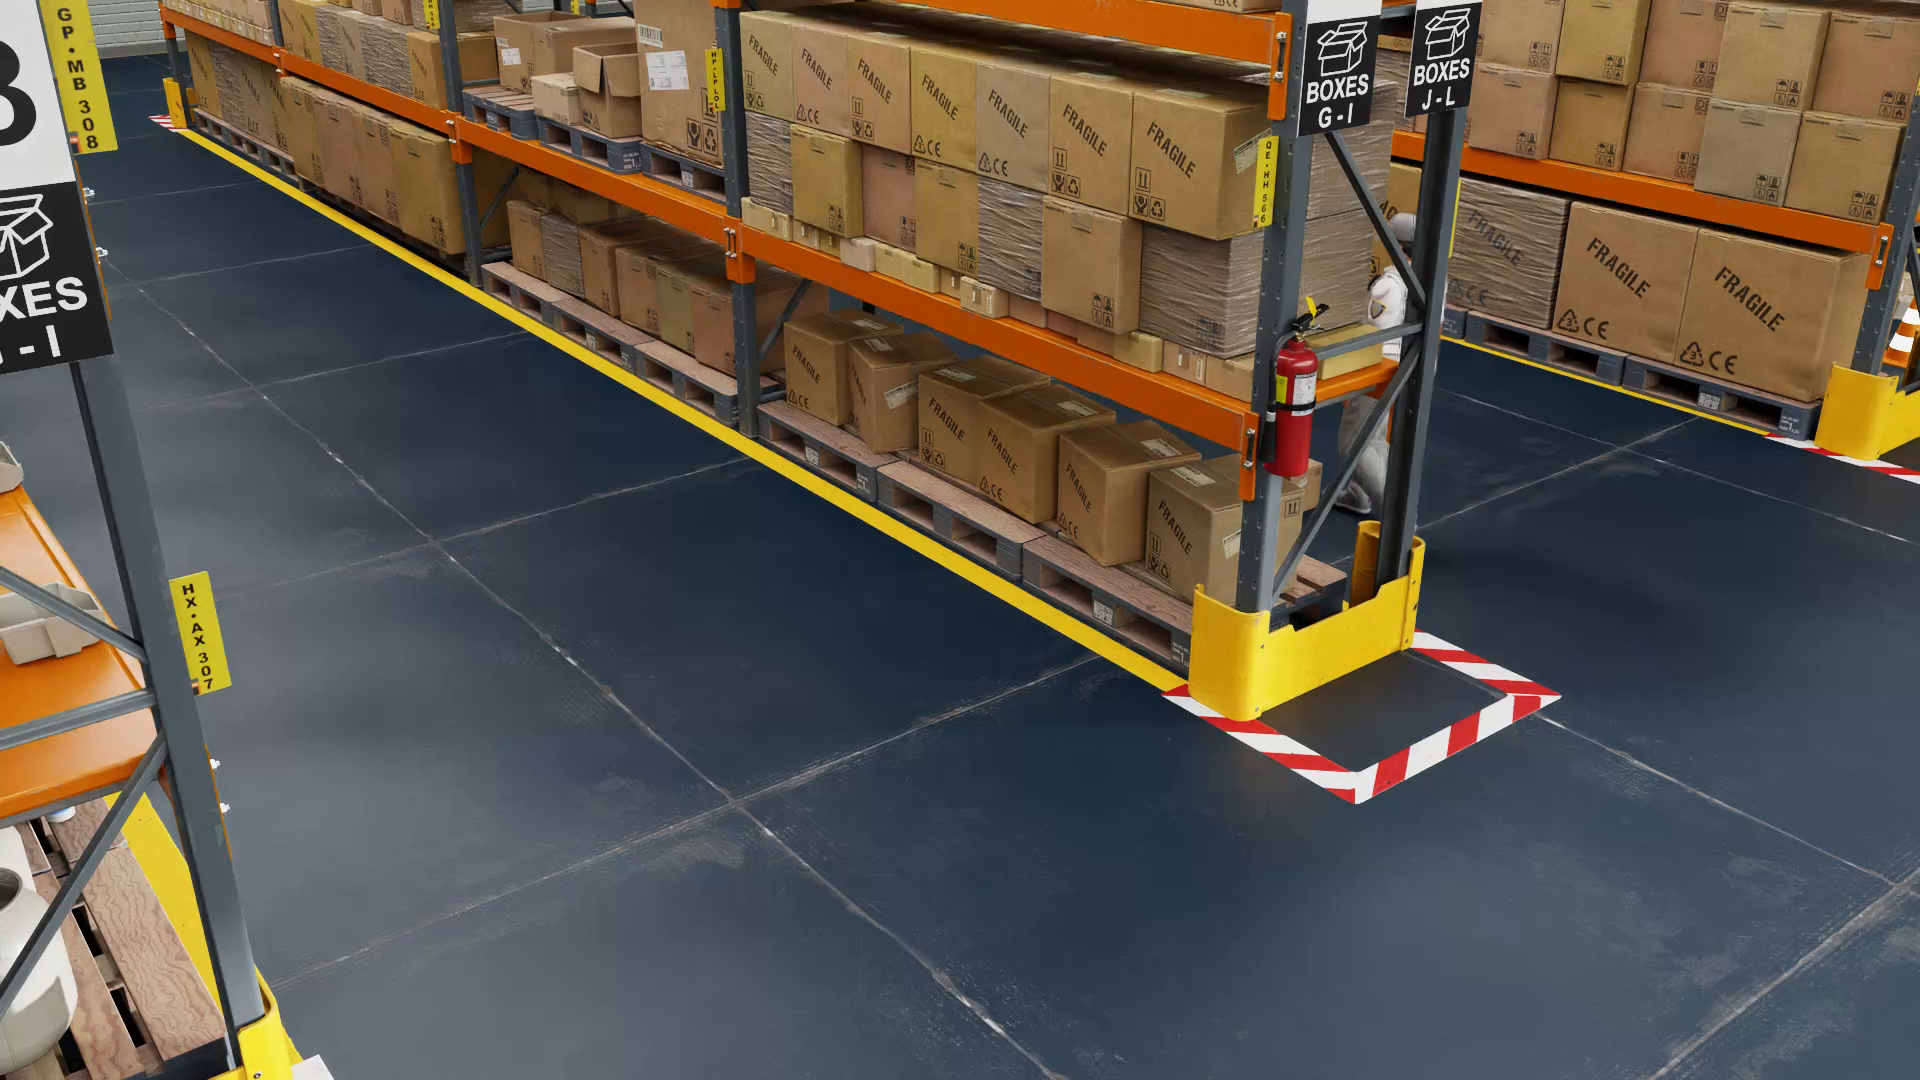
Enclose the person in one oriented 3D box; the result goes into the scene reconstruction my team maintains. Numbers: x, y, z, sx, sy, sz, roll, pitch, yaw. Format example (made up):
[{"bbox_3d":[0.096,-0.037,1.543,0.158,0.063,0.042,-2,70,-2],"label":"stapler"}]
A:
[{"bbox_3d":[2.130,-0.830,8.361,0.501,1.643,0.742,-21,32,-37],"label":"person"}]
